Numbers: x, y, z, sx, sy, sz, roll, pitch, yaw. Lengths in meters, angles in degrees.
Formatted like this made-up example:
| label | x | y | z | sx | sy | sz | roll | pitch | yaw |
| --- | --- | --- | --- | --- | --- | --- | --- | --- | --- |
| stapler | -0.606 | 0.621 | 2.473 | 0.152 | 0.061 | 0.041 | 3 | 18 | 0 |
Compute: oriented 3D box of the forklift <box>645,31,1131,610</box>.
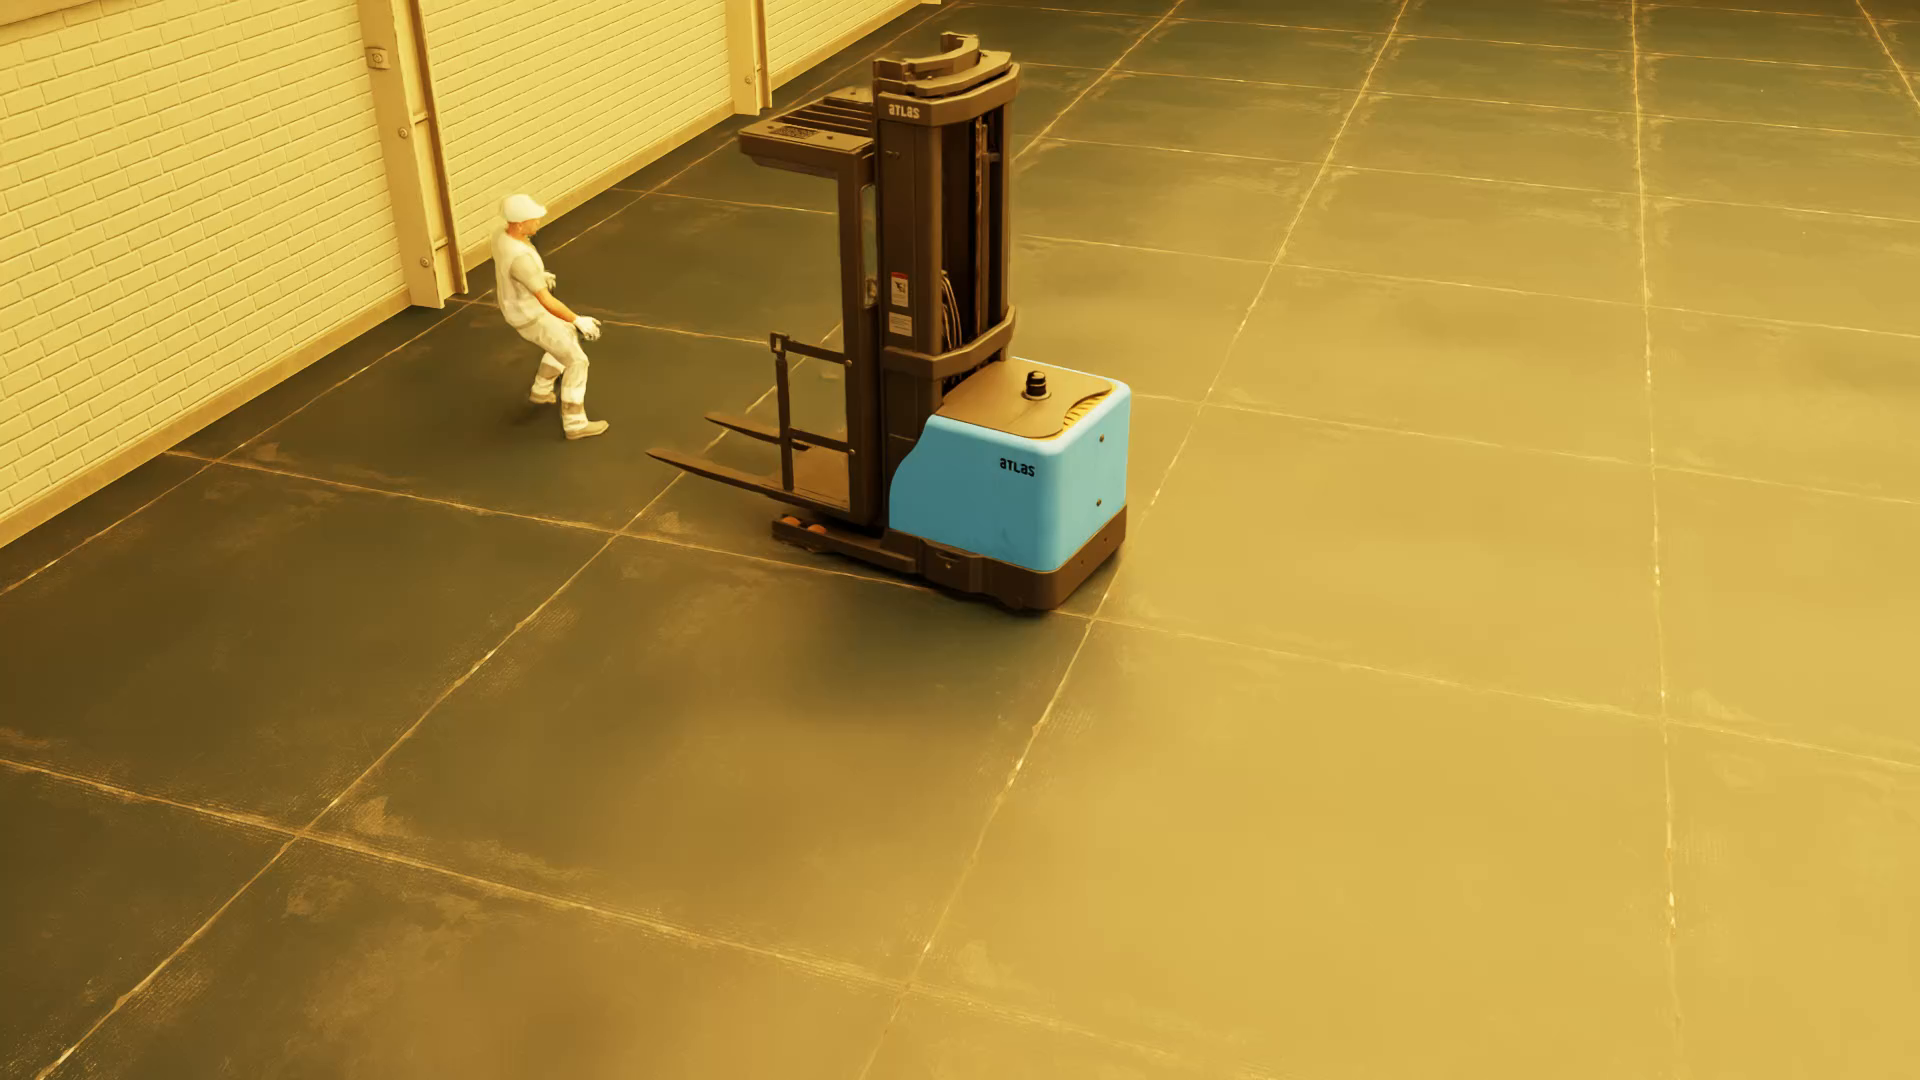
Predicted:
| label | x | y | z | sx | sy | sz | roll | pitch | yaw |
| --- | --- | --- | --- | --- | --- | --- | --- | --- | --- |
| forklift | -0.541 | -1.405 | 9.601 | 3.031 | 2.935 | 1.130 | 16 | 33 | 26 |

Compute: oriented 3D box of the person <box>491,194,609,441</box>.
| label | x | y | z | sx | sy | sz | roll | pitch | yaw |
| --- | --- | --- | --- | --- | --- | --- | --- | --- | --- |
| person | -2.773 | -1.534 | 11.129 | 0.553 | 1.651 | 0.892 | -13 | 32 | -22 |
